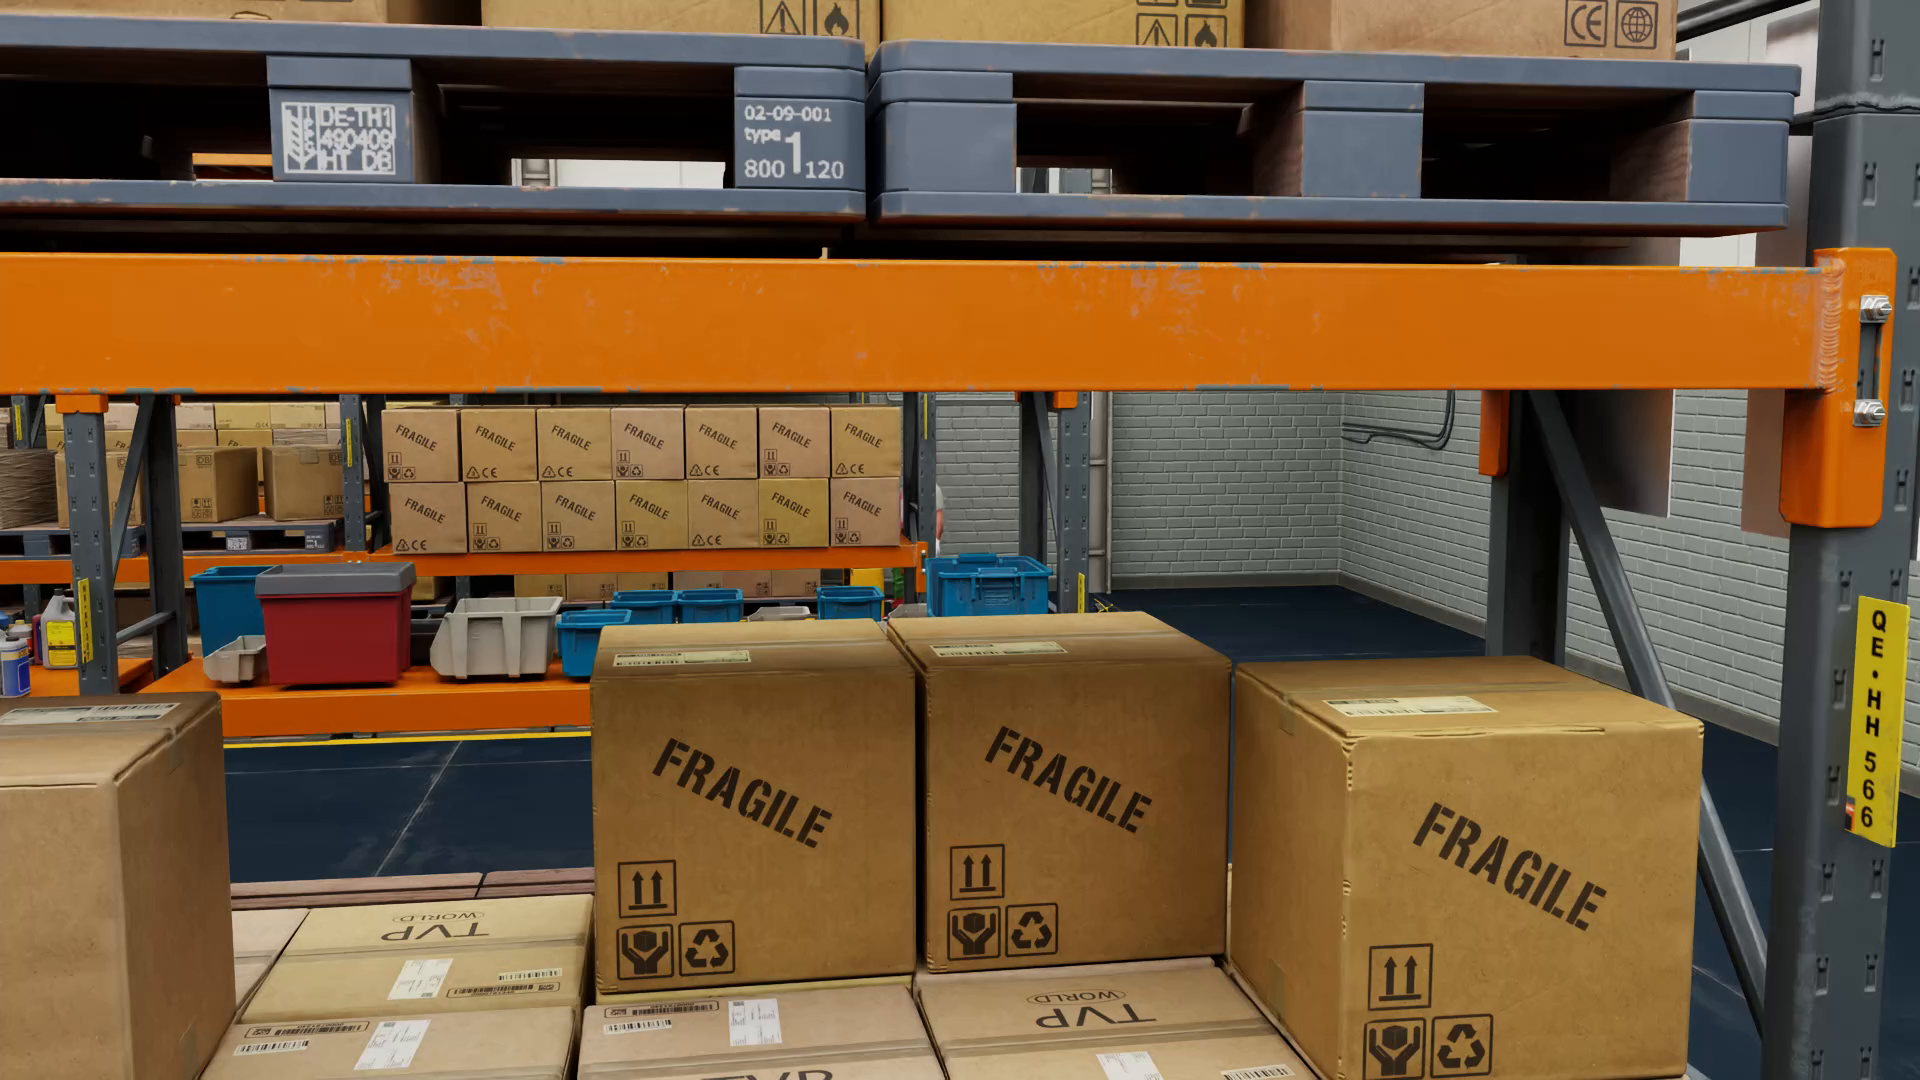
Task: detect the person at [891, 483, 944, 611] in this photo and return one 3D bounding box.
[{"bbox_3d":[-0.403,0.028,15.893,0.609,1.761,1.012,4,8,31],"label":"person"}]
